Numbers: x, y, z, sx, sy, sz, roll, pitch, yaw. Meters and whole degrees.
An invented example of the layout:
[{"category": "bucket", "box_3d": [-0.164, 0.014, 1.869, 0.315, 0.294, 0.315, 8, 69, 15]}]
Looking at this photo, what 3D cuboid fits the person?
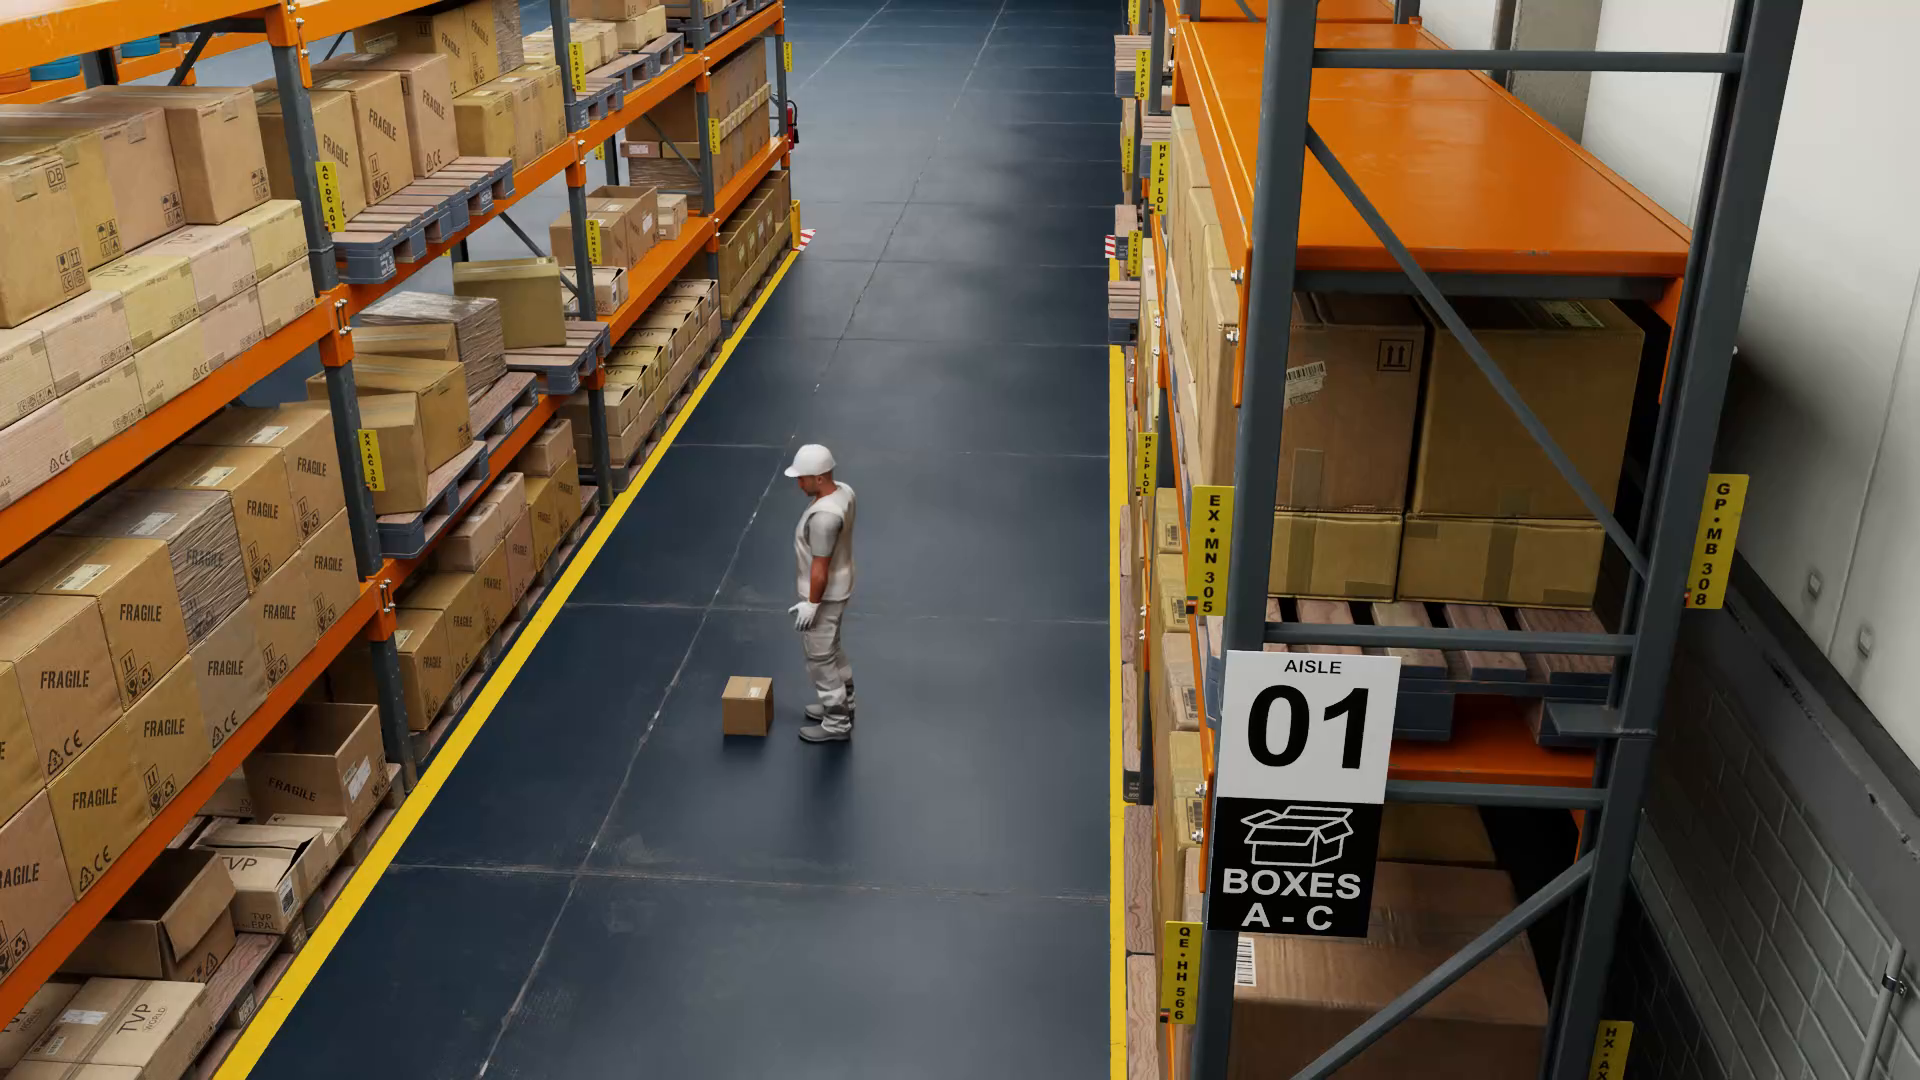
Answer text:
[{"category": "person", "box_3d": [-0.768, 0.298, 9.339, 0.364, 1.774, 0.529, 2, 24, 5]}]
